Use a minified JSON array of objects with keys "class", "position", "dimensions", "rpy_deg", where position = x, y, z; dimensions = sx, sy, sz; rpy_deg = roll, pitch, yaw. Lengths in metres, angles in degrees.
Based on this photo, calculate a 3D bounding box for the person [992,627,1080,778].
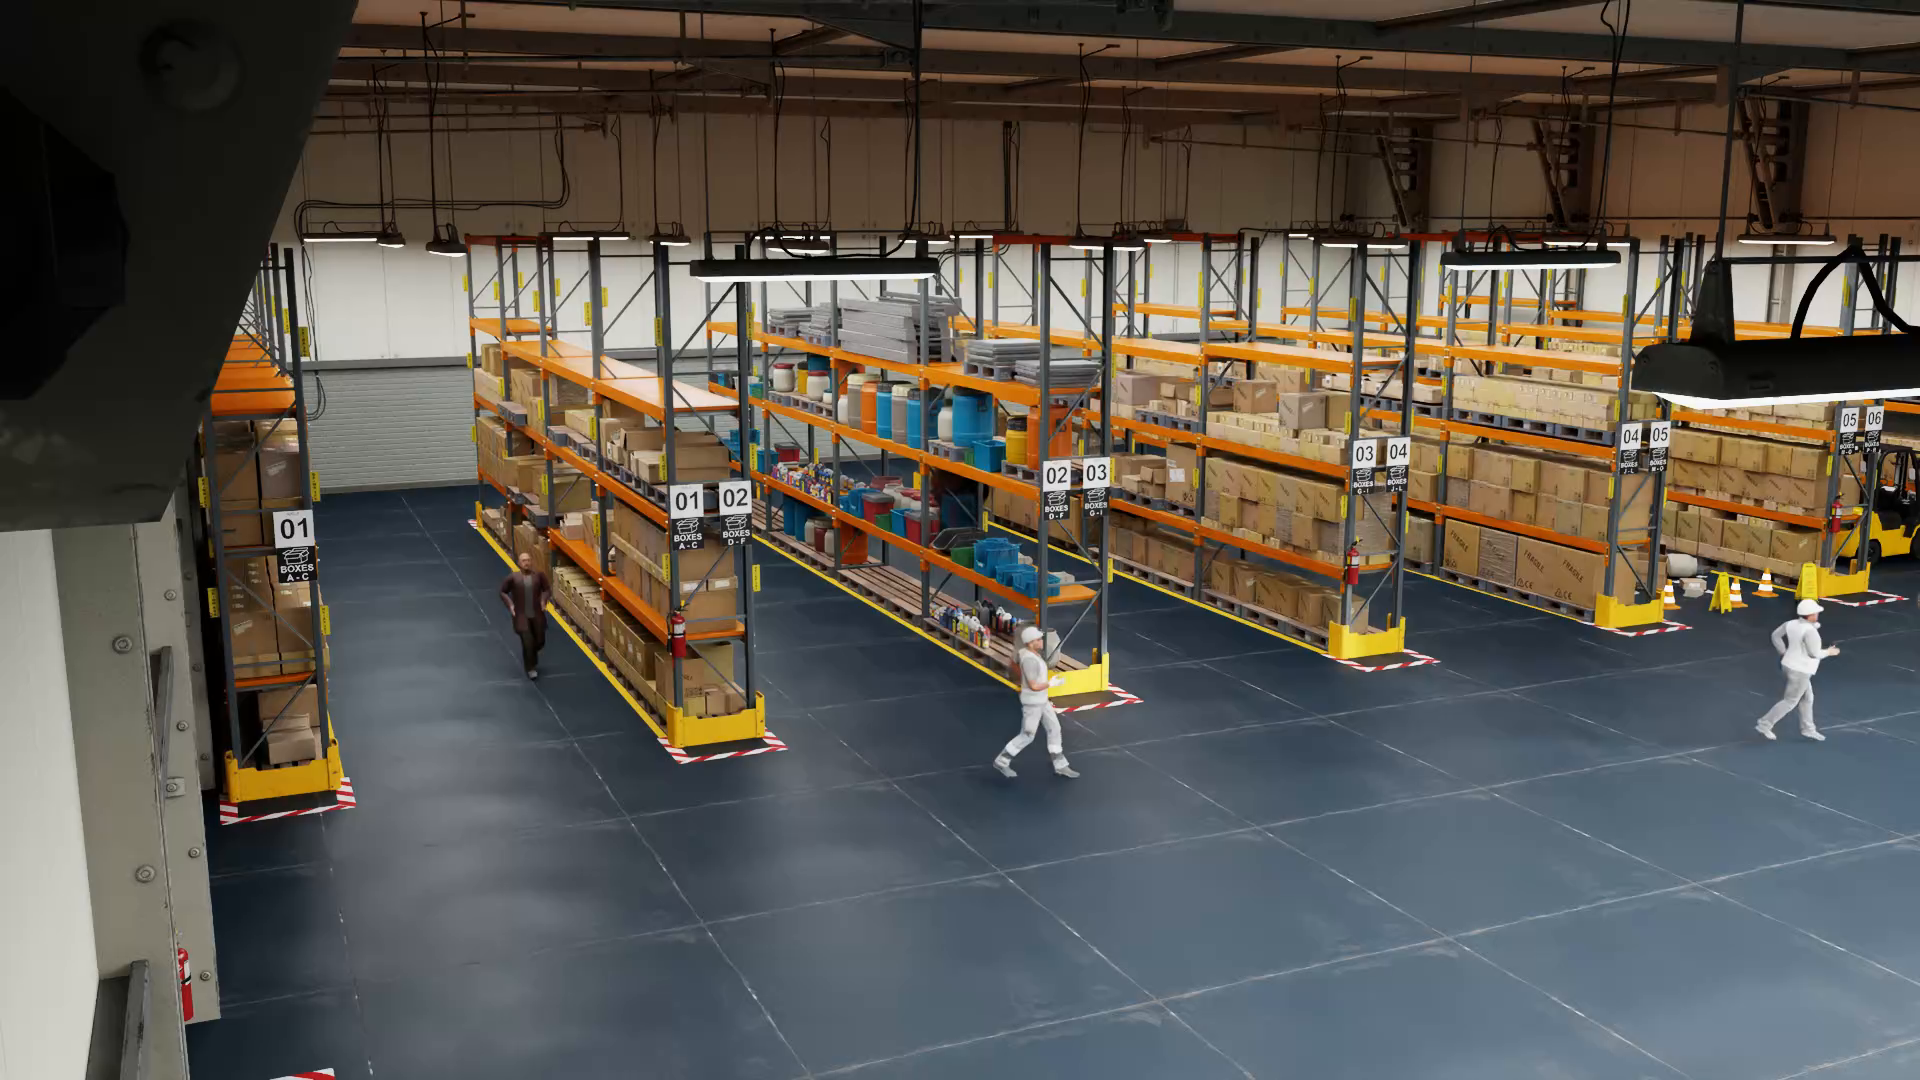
[{"class":"person","position":[0.873,1.844,18.852],"dimensions":[0.992,1.775,0.670],"rpy_deg":[2,11,8]}]

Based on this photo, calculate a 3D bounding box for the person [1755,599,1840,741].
[{"class":"person","position":[10.161,1.594,20.192],"dimensions":[0.924,1.790,0.623],"rpy_deg":[1,11,3]}]

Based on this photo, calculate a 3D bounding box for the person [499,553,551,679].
[{"class":"person","position":[-6.055,1.074,23.252],"dimensions":[0.711,1.648,0.754],"rpy_deg":[-5,12,-25]}]
